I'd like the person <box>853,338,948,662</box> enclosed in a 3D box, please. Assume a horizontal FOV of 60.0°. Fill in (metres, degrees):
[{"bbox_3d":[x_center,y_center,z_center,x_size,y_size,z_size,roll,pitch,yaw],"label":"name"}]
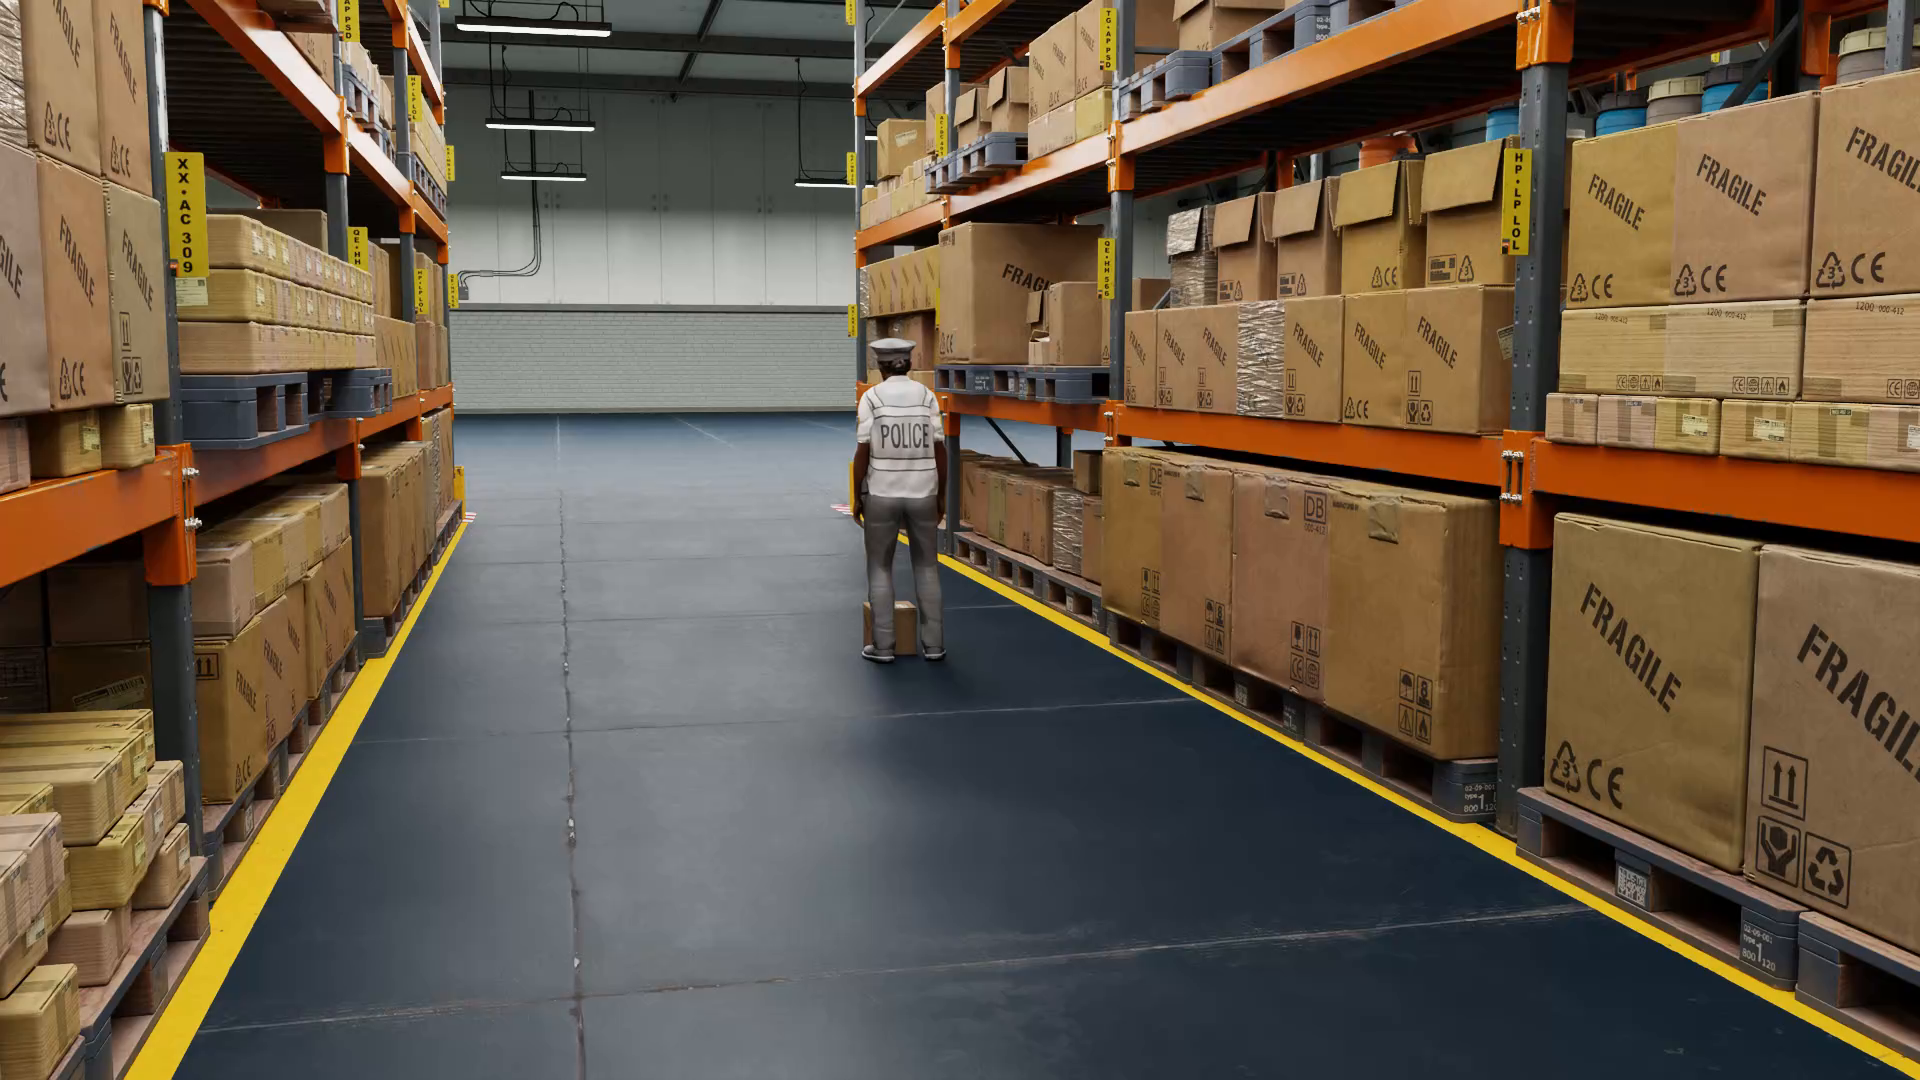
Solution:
[{"bbox_3d":[-0.302,-0.205,8.567,0.506,1.658,0.393,-1,6,-13],"label":"person"}]
